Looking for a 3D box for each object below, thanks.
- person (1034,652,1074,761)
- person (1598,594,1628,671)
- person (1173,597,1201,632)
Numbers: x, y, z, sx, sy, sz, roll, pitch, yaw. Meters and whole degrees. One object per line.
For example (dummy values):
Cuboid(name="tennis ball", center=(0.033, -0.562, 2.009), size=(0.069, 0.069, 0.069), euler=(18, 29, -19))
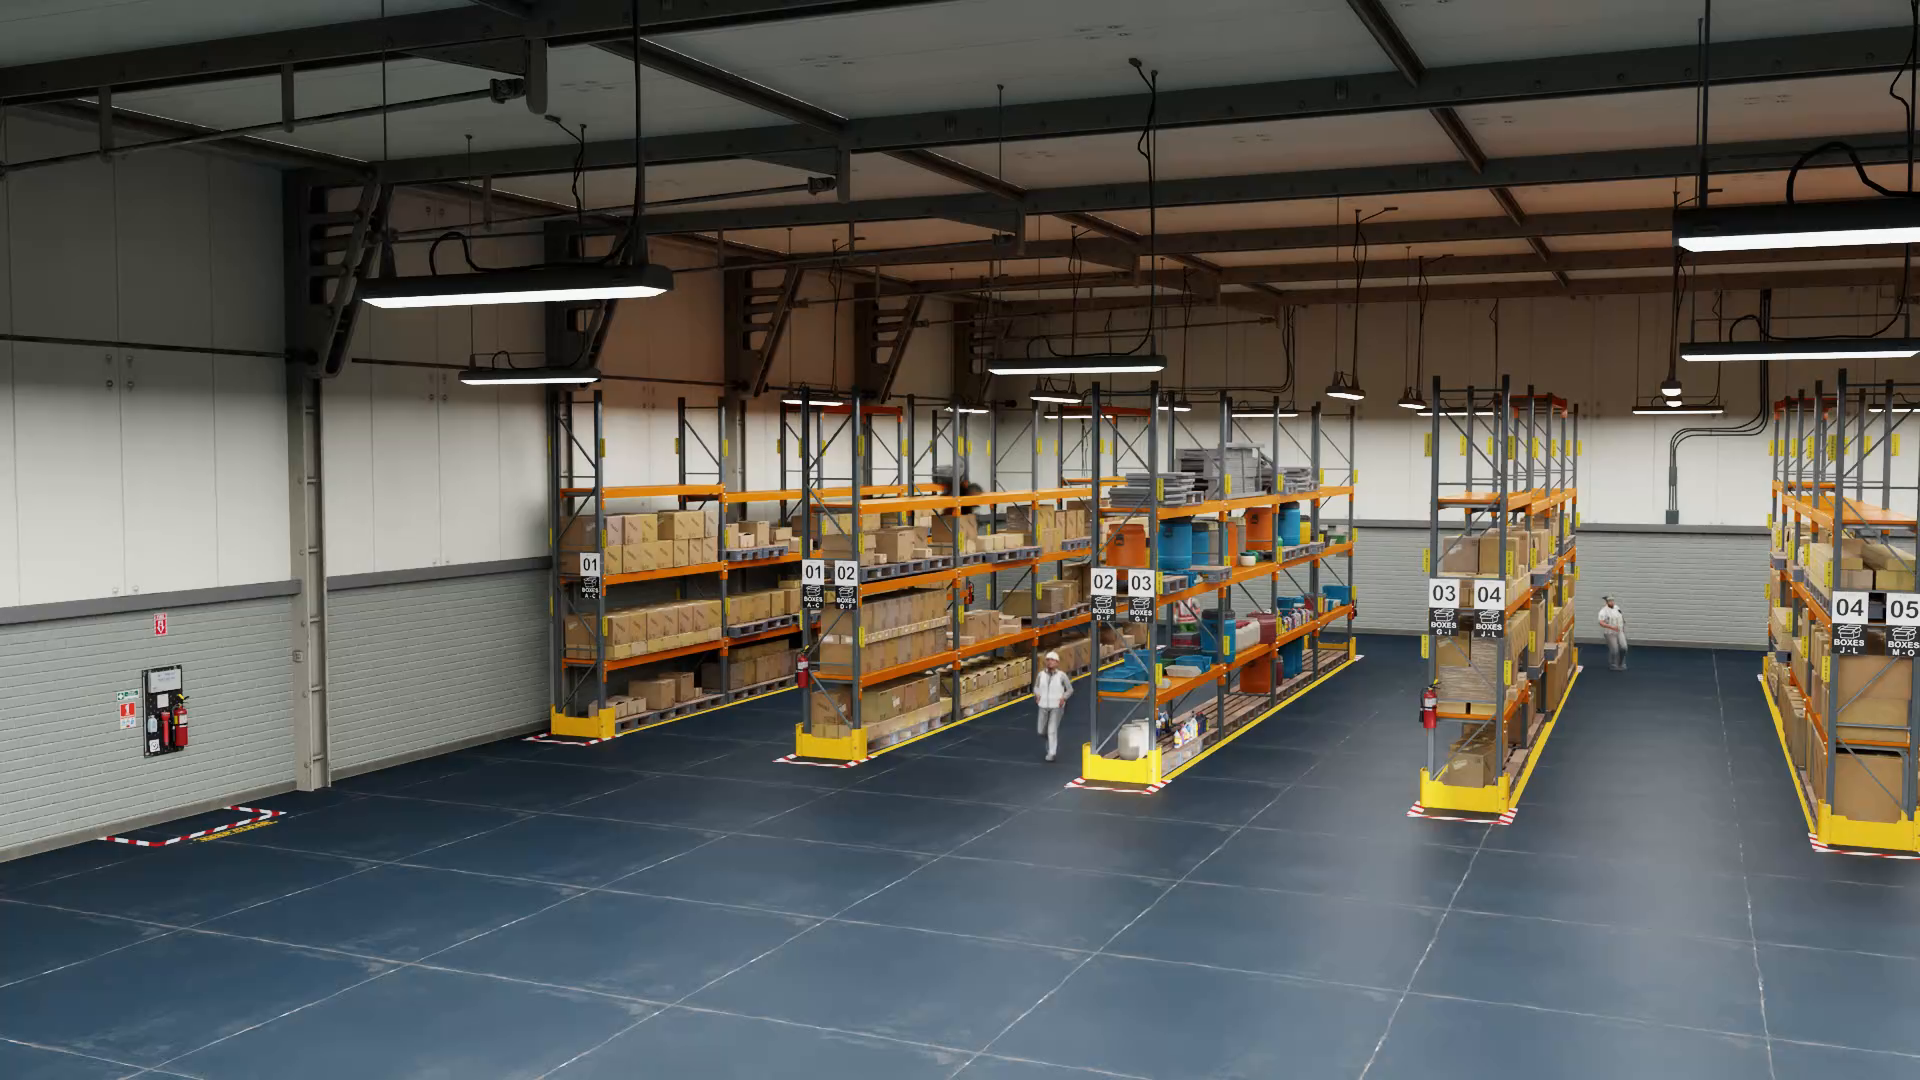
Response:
Cuboid(name="person", center=(1.491, 2.662, 26.754), size=(0.664, 1.722, 0.650), euler=(1, 3, 21))
Cuboid(name="person", center=(14.683, 2.079, 37.325), size=(0.709, 1.737, 0.588), euler=(0, 3, -7))
Cuboid(name="person", center=(5.299, 1.972, 38.867), size=(0.663, 1.838, 0.777), euler=(1, 3, 11))
